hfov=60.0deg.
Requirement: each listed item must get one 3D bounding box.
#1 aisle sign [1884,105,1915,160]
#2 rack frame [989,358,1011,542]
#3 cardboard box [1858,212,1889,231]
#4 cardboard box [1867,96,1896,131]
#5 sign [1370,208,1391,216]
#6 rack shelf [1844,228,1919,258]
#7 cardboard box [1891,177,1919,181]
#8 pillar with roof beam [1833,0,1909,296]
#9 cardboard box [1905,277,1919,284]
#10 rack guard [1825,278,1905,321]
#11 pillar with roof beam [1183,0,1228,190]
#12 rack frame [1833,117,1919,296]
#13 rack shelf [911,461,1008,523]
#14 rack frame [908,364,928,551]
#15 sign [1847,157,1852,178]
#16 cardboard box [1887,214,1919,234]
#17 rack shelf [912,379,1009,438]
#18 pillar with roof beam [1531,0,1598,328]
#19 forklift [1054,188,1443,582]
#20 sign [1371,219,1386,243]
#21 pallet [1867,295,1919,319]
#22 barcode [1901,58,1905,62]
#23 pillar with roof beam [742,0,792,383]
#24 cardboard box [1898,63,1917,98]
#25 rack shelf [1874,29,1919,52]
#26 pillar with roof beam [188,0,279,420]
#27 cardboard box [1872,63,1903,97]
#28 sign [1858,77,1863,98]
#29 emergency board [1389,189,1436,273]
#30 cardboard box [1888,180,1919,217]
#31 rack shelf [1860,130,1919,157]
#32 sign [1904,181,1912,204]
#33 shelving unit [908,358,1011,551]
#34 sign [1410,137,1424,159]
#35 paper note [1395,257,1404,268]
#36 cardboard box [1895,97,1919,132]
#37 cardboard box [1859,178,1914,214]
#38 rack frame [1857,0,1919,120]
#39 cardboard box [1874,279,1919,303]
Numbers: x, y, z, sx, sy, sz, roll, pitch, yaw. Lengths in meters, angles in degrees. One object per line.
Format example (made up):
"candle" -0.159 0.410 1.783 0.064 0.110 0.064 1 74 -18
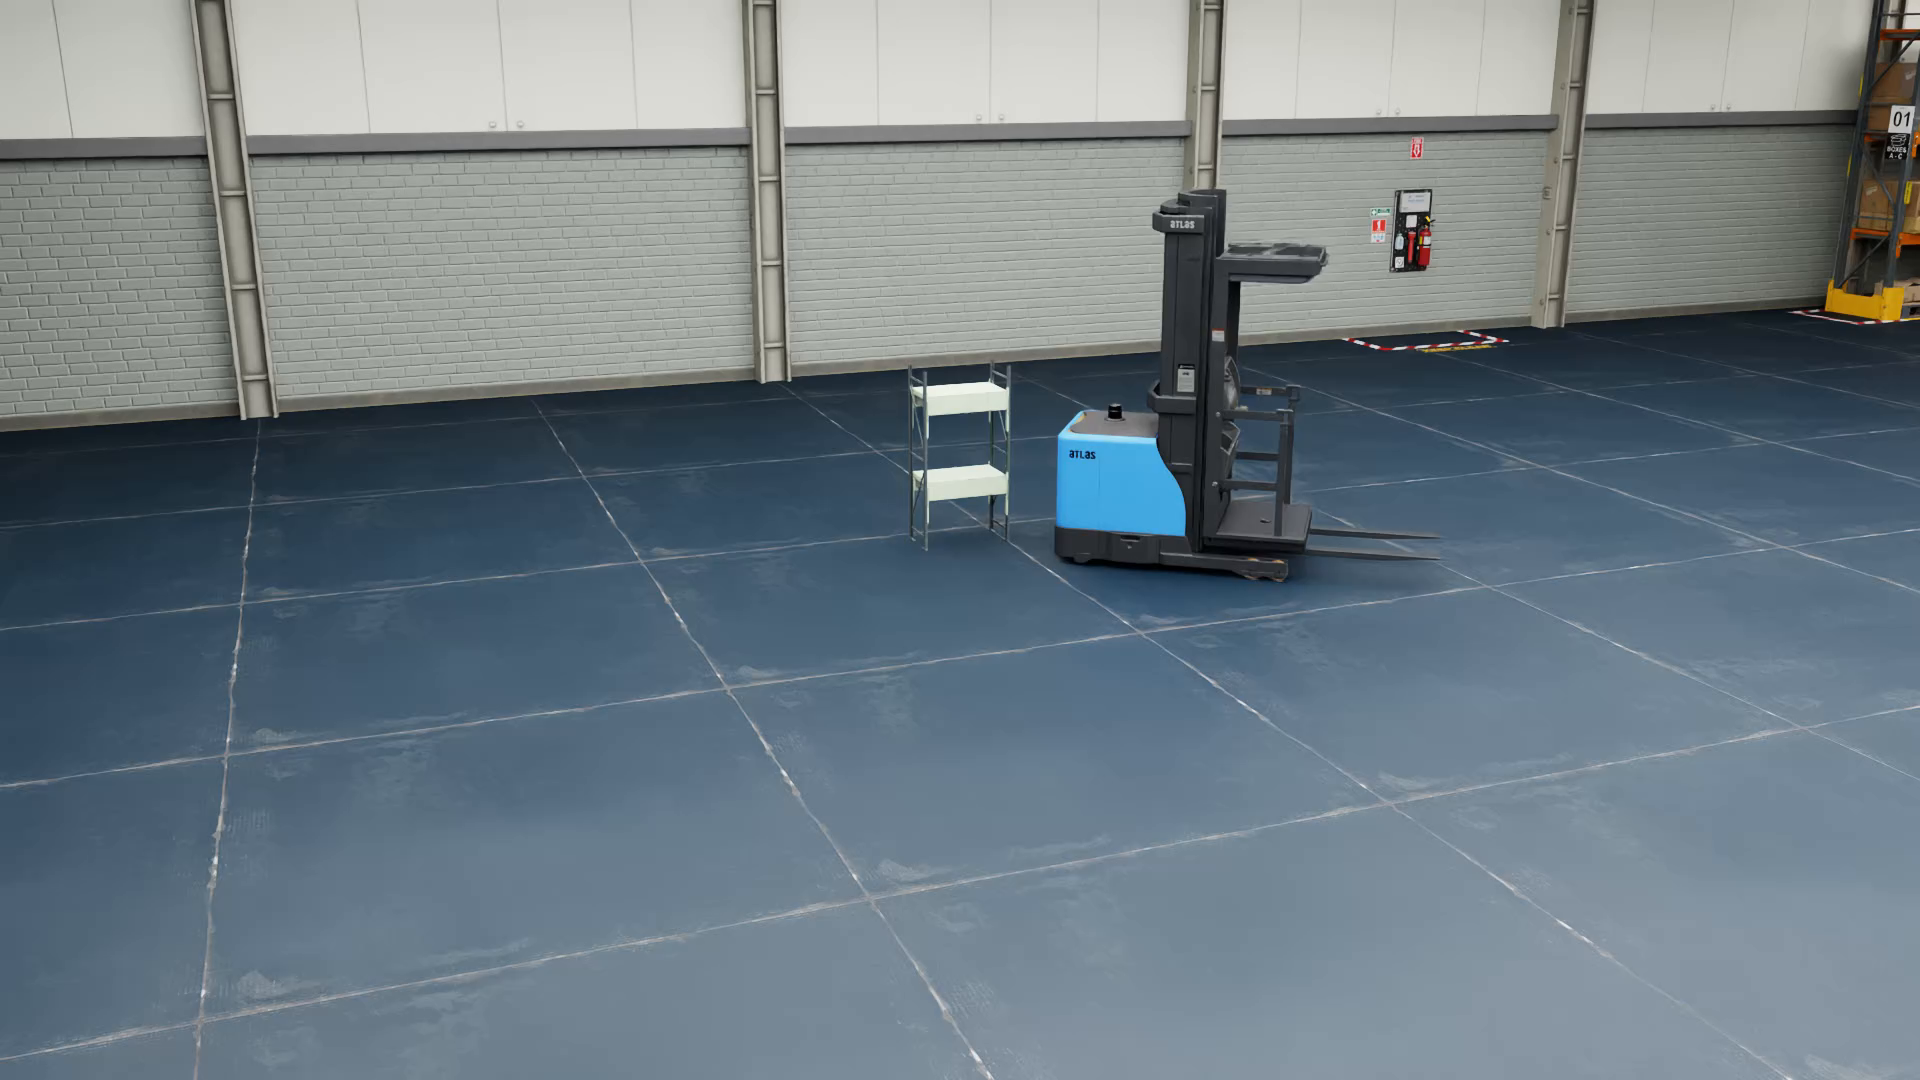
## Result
"aisle sign" 14.150 -6.133 25.045 0.004 0.787 0.394 -6 17 -20
"rack frame" 0.336 -0.756 14.010 0.023 1.500 0.400 -6 17 -20
"cardboard box" 14.477 -5.007 26.057 0.500 0.250 0.500 -6 17 -19
"cardboard box" 14.409 -6.577 25.635 0.500 0.500 0.500 -5 17 -16
"sign" 5.984 -4.667 23.662 0.331 0.109 0.001 -6 17 -20
"rack shelf" 15.977 -4.828 26.492 4.000 0.370 1.077 -6 17 -20
"cardboard box" 14.947 -5.421 26.133 0.500 0.500 0.500 -6 17 -19
"pillar with roof beam" 15.994 -7.016 22.017 0.400 9.000 9.100 -6 17 -20
"cardboard box" 15.320 -3.996 26.374 0.500 0.311 0.500 -5 17 -15
"rack guard" 14.181 -3.780 26.083 0.348 0.500 1.175 -6 17 -20
"pillar with roof beam" 4.789 -5.806 17.897 0.400 9.000 9.100 -6 17 -20
"rack frame" 14.110 -4.972 25.704 0.127 3.000 1.000 -6 17 -20
"rack shelf" -0.006 -0.406 13.976 0.720 0.370 0.431 -6 17 -20
"rack frame" -0.348 -0.682 13.759 0.023 1.500 0.400 -6 17 -20
"sign" 13.930 -5.827 26.001 0.005 0.325 0.100 -6 17 -20
"cardboard box" 14.679 -4.875 25.606 0.500 0.250 0.500 -7 18 -22
"rack shelf" -0.006 -1.093 13.775 0.720 0.370 0.431 -6 17 -20
"pillar with roof beam" 10.392 -6.411 19.957 0.400 9.000 9.100 -6 17 -20
"forklift" 2.338 -1.247 13.143 3.031 2.935 1.130 4 17 14
"sign" 5.977 -4.414 23.743 0.234 0.329 0.001 -6 17 -20
"pallet" 14.952 -3.714 26.371 1.213 0.211 1.003 -6 17 -20
"barcode" 14.594 -7.429 25.734 0.075 0.075 0.001 -6 17 -20
"pillar with roof beam" -0.814 -5.201 15.837 0.400 9.000 9.100 -6 17 -20
"cardboard box" 14.556 -6.923 25.039 0.500 0.500 0.500 -8 18 -24
"rack shelf" 15.977 -7.705 25.648 4.000 0.370 1.077 -6 17 -20
"pillar with roof beam" -6.417 -4.596 13.777 0.400 9.000 9.100 -6 17 -20
"cardboard box" 14.419 -7.060 25.506 0.500 0.500 0.500 -5 17 -18
"sign" 13.930 -6.984 25.661 0.005 0.325 0.100 -6 17 -20
"emergency board" 6.530 -4.426 23.845 0.643 1.169 0.194 -6 17 -20
"cardboard box" 14.663 -5.238 25.512 0.500 0.500 0.500 -6 17 -20
"rack shelf" 15.977 -6.267 26.070 4.000 0.370 1.077 -6 17 -20
"sign" 14.304 -5.244 25.096 0.005 0.325 0.100 -6 17 -20
"shelving unit" -0.006 -0.719 13.885 0.755 1.500 0.431 -6 17 -20
"sign" 6.487 -5.563 23.605 0.199 0.298 0.001 -6 17 -20
"paper note" 6.340 -4.003 23.971 0.142 0.148 0.016 -6 17 -20
"cardboard box" 14.511 -6.436 25.156 0.500 0.500 0.500 -6 17 -19
"cardboard box" 14.474 -5.372 25.969 0.500 0.500 0.500 -6 18 -21
"rack frame" 14.110 -7.850 24.859 0.127 3.000 1.000 -6 17 -20
"cardboard box" 14.788 -3.939 26.178 0.500 0.311 0.500 -8 18 -26
